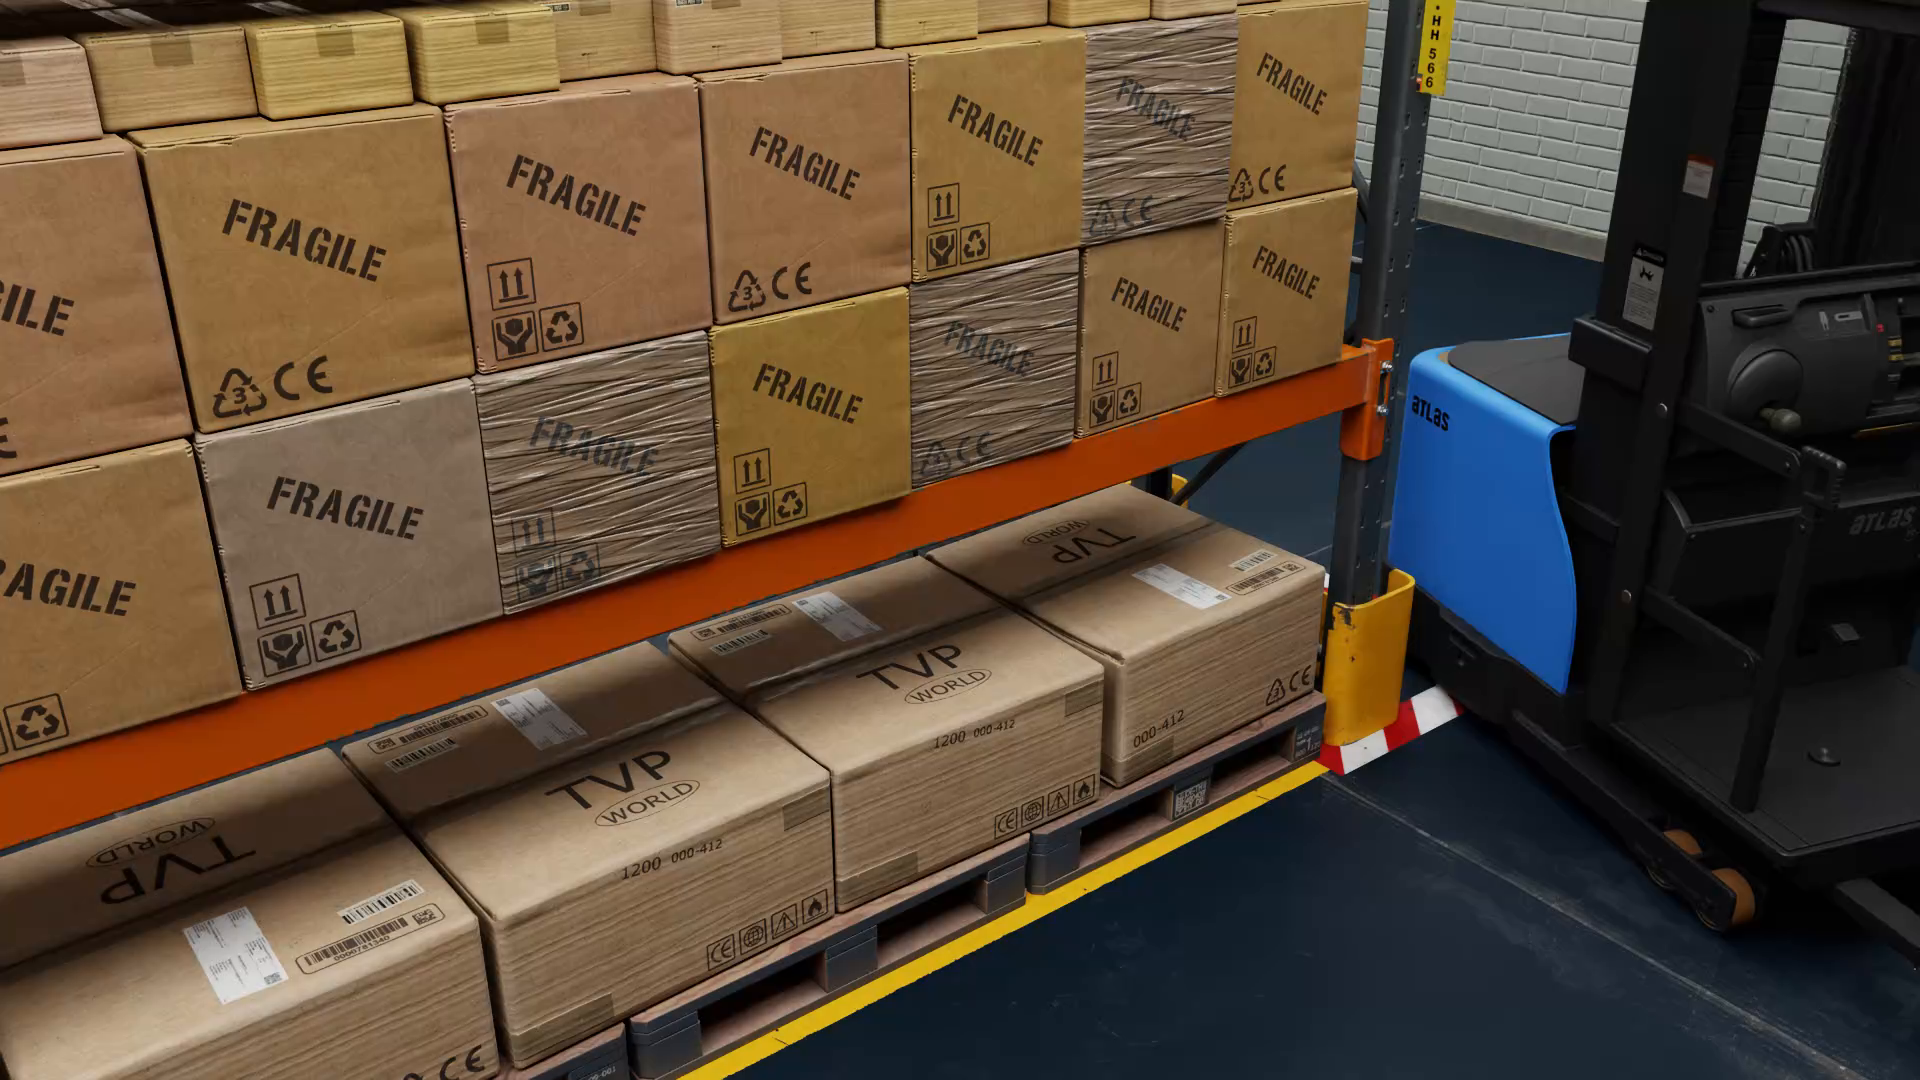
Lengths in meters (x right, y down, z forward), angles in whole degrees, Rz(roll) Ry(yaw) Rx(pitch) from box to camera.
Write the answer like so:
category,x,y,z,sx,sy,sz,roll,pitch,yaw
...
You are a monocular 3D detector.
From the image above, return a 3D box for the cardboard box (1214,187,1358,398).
category,x,y,z,sx,sy,sz,roll,pitch,yaw
cardboard box,0.743,-0.753,4.690,0.500,0.500,0.500,-18,30,-34

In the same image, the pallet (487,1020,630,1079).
category,x,y,z,sx,sy,sz,roll,pitch,yaw
pallet,-1.542,1.212,3.888,1.213,0.211,1.003,-18,31,-34

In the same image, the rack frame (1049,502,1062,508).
category,x,y,z,sx,sy,sz,roll,pitch,yaw
rack frame,0.283,-0.774,6.635,0.023,1.500,0.400,-18,31,-34

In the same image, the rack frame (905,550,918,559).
category,x,y,z,sx,sy,sz,roll,pitch,yaw
rack frame,-0.293,-0.583,6.226,0.023,1.500,0.400,-18,31,-34

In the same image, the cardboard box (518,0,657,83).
category,x,y,z,sx,sy,sz,roll,pitch,yaw
cardboard box,-0.806,-1.019,3.305,0.250,0.149,0.380,-18,31,-34

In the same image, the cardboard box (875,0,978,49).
category,x,y,z,sx,sy,sz,roll,pitch,yaw
cardboard box,-0.170,-1.204,3.705,0.250,0.149,0.380,-17,30,-33

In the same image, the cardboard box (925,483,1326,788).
category,x,y,z,sx,sy,sz,roll,pitch,yaw
cardboard box,0.501,0.256,5.180,0.875,0.438,0.875,-19,31,-36

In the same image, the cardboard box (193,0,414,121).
category,x,y,z,sx,sy,sz,roll,pitch,yaw
cardboard box,-1.180,-0.867,2.978,0.250,0.149,0.380,-19,31,-34

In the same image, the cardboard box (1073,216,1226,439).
category,x,y,z,sx,sy,sz,roll,pitch,yaw
cardboard box,0.339,-0.627,4.420,0.500,0.500,0.500,-19,31,-35

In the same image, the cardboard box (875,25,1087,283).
category,x,y,z,sx,sy,sz,roll,pitch,yaw
cardboard box,-0.058,-0.942,3.911,0.500,0.500,0.500,-18,31,-34

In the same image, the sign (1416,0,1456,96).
category,x,y,z,sx,sy,sz,roll,pitch,yaw
sign,1.283,-1.370,4.482,0.005,0.325,0.100,-18,31,-34

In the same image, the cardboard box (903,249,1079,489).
category,x,y,z,sx,sy,sz,roll,pitch,yaw
cardboard box,-0.060,-0.491,4.125,0.500,0.500,0.500,-17,30,-33

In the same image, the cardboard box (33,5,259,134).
category,x,y,z,sx,sy,sz,roll,pitch,yaw
cardboard box,-1.413,-0.823,2.883,0.250,0.149,0.380,-19,31,-35

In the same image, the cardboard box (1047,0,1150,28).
category,x,y,z,sx,sy,sz,roll,pitch,yaw
cardboard box,0.240,-1.333,3.983,0.250,0.149,0.380,-17,30,-33

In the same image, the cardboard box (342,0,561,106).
category,x,y,z,sx,sy,sz,roll,pitch,yaw
cardboard box,-0.953,-0.927,3.106,0.250,0.149,0.380,-19,31,-35

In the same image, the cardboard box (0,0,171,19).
category,x,y,z,sx,sy,sz,roll,pitch,yaw
cardboard box,-1.666,-0.954,3.165,0.250,0.149,0.380,-18,31,-34

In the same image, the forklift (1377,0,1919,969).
category,x,y,z,sx,sy,sz,roll,pitch,yaw
forklift,2.440,-0.469,4.280,1.130,2.935,3.031,-8,26,-17

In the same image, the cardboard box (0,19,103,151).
category,x,y,z,sx,sy,sz,roll,pitch,yaw
cardboard box,-1.588,-0.742,2.710,0.250,0.149,0.380,-18,30,-33

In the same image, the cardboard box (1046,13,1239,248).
category,x,y,z,sx,sy,sz,roll,pitch,yaw
cardboard box,0.333,-1.070,4.185,0.500,0.500,0.500,-18,30,-34

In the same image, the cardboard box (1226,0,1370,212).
category,x,y,z,sx,sy,sz,roll,pitch,yaw
cardboard box,0.727,-1.215,4.499,0.500,0.500,0.500,-17,30,-32

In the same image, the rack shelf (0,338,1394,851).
category,x,y,z,sx,sy,sz,roll,pitch,yaw
rack shelf,-0.615,-0.075,4.202,4.000,0.370,1.077,-18,31,-34

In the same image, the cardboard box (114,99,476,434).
category,x,y,z,sx,sy,sz,roll,pitch,yaw
cardboard box,-1.263,-0.553,3.072,0.500,0.500,0.500,-19,31,-35

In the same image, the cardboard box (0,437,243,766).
category,x,y,z,sx,sy,sz,roll,pitch,yaw
cardboard box,-1.658,0.038,2.986,0.500,0.500,0.500,-17,30,-32

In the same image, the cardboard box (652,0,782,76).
category,x,y,z,sx,sy,sz,roll,pitch,yaw
cardboard box,-0.570,-1.060,3.394,0.250,0.149,0.380,-18,30,-34

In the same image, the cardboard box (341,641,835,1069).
category,x,y,z,sx,sy,sz,roll,pitch,yaw
cardboard box,-0.924,0.730,4.159,0.875,0.438,0.875,-19,31,-35

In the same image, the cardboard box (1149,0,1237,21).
category,x,y,z,sx,sy,sz,roll,pitch,yaw
cardboard box,0.464,-1.385,4.095,0.250,0.149,0.380,-19,31,-35

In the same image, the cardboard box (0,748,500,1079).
category,x,y,z,sx,sy,sz,roll,pitch,yaw
cardboard box,-1.628,0.963,3.657,0.875,0.438,0.875,-19,31,-35

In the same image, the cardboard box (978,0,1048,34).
category,x,y,z,sx,sy,sz,roll,pitch,yaw
cardboard box,-0.009,-1.289,3.887,0.250,0.149,0.380,-19,31,-34

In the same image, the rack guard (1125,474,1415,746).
category,x,y,z,sx,sy,sz,roll,pitch,yaw
rack guard,0.978,0.207,5.710,0.348,0.500,1.175,-18,31,-34

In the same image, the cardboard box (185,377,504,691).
category,x,y,z,sx,sy,sz,roll,pitch,yaw
cardboard box,-1.259,-0.091,3.265,0.500,0.500,0.500,-18,30,-34

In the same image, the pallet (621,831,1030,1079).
category,x,y,z,sx,sy,sz,roll,pitch,yaw
pallet,-0.581,0.893,4.575,1.213,0.211,1.003,-18,31,-34

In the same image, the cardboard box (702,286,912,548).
category,x,y,z,sx,sy,sz,roll,pitch,yaw
cardboard box,-0.459,-0.352,3.827,0.500,0.500,0.500,-17,30,-33

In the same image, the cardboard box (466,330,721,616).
category,x,y,z,sx,sy,sz,roll,pitch,yaw
cardboard box,-0.864,-0.218,3.539,0.500,0.500,0.500,-18,30,-34

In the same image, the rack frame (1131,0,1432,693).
category,x,y,z,sx,sy,sz,roll,pitch,yaw
rack frame,0.959,-0.920,5.170,0.127,3.000,1.000,-18,31,-34

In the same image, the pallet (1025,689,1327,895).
category,x,y,z,sx,sy,sz,roll,pitch,yaw
pallet,0.378,0.578,5.254,1.213,0.211,1.003,-18,31,-34

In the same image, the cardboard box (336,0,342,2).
category,x,y,z,sx,sy,sz,roll,pitch,yaw
cardboard box,-1.303,-1.103,3.486,0.250,0.149,0.380,-19,31,-34

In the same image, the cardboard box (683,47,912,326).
category,x,y,z,sx,sy,sz,roll,pitch,yaw
cardboard box,-0.455,-0.812,3.631,0.500,0.500,0.500,-19,31,-34

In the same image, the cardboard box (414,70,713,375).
category,x,y,z,sx,sy,sz,roll,pitch,yaw
cardboard box,-0.853,-0.682,3.350,0.500,0.500,0.500,-18,30,-33

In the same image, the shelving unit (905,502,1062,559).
category,x,y,z,sx,sy,sz,roll,pitch,yaw
shelving unit,-0.005,-0.679,6.431,0.755,1.500,0.431,-18,31,-34

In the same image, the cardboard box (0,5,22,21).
category,x,y,z,sx,sy,sz,roll,pitch,yaw
cardboard box,-1.868,-0.893,3.033,0.250,0.149,0.380,-17,30,-33

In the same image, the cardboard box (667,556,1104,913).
category,x,y,z,sx,sy,sz,roll,pitch,yaw
cardboard box,-0.214,0.496,4.662,0.875,0.438,0.875,-17,30,-33

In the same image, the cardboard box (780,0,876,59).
category,x,y,z,sx,sy,sz,roll,pitch,yaw
cardboard box,-0.388,-1.142,3.571,0.250,0.149,0.380,-17,30,-32

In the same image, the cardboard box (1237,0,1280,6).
category,x,y,z,sx,sy,sz,roll,pitch,yaw
cardboard box,0.615,-1.480,4.299,0.250,0.149,0.380,-18,30,-33

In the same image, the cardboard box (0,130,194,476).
category,x,y,z,sx,sy,sz,roll,pitch,yaw
cardboard box,-1.664,-0.424,2.793,0.500,0.500,0.500,-18,30,-34

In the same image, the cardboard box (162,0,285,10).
category,x,y,z,sx,sy,sz,roll,pitch,yaw
cardboard box,-1.478,-1.026,3.320,0.250,0.149,0.380,-19,31,-34
